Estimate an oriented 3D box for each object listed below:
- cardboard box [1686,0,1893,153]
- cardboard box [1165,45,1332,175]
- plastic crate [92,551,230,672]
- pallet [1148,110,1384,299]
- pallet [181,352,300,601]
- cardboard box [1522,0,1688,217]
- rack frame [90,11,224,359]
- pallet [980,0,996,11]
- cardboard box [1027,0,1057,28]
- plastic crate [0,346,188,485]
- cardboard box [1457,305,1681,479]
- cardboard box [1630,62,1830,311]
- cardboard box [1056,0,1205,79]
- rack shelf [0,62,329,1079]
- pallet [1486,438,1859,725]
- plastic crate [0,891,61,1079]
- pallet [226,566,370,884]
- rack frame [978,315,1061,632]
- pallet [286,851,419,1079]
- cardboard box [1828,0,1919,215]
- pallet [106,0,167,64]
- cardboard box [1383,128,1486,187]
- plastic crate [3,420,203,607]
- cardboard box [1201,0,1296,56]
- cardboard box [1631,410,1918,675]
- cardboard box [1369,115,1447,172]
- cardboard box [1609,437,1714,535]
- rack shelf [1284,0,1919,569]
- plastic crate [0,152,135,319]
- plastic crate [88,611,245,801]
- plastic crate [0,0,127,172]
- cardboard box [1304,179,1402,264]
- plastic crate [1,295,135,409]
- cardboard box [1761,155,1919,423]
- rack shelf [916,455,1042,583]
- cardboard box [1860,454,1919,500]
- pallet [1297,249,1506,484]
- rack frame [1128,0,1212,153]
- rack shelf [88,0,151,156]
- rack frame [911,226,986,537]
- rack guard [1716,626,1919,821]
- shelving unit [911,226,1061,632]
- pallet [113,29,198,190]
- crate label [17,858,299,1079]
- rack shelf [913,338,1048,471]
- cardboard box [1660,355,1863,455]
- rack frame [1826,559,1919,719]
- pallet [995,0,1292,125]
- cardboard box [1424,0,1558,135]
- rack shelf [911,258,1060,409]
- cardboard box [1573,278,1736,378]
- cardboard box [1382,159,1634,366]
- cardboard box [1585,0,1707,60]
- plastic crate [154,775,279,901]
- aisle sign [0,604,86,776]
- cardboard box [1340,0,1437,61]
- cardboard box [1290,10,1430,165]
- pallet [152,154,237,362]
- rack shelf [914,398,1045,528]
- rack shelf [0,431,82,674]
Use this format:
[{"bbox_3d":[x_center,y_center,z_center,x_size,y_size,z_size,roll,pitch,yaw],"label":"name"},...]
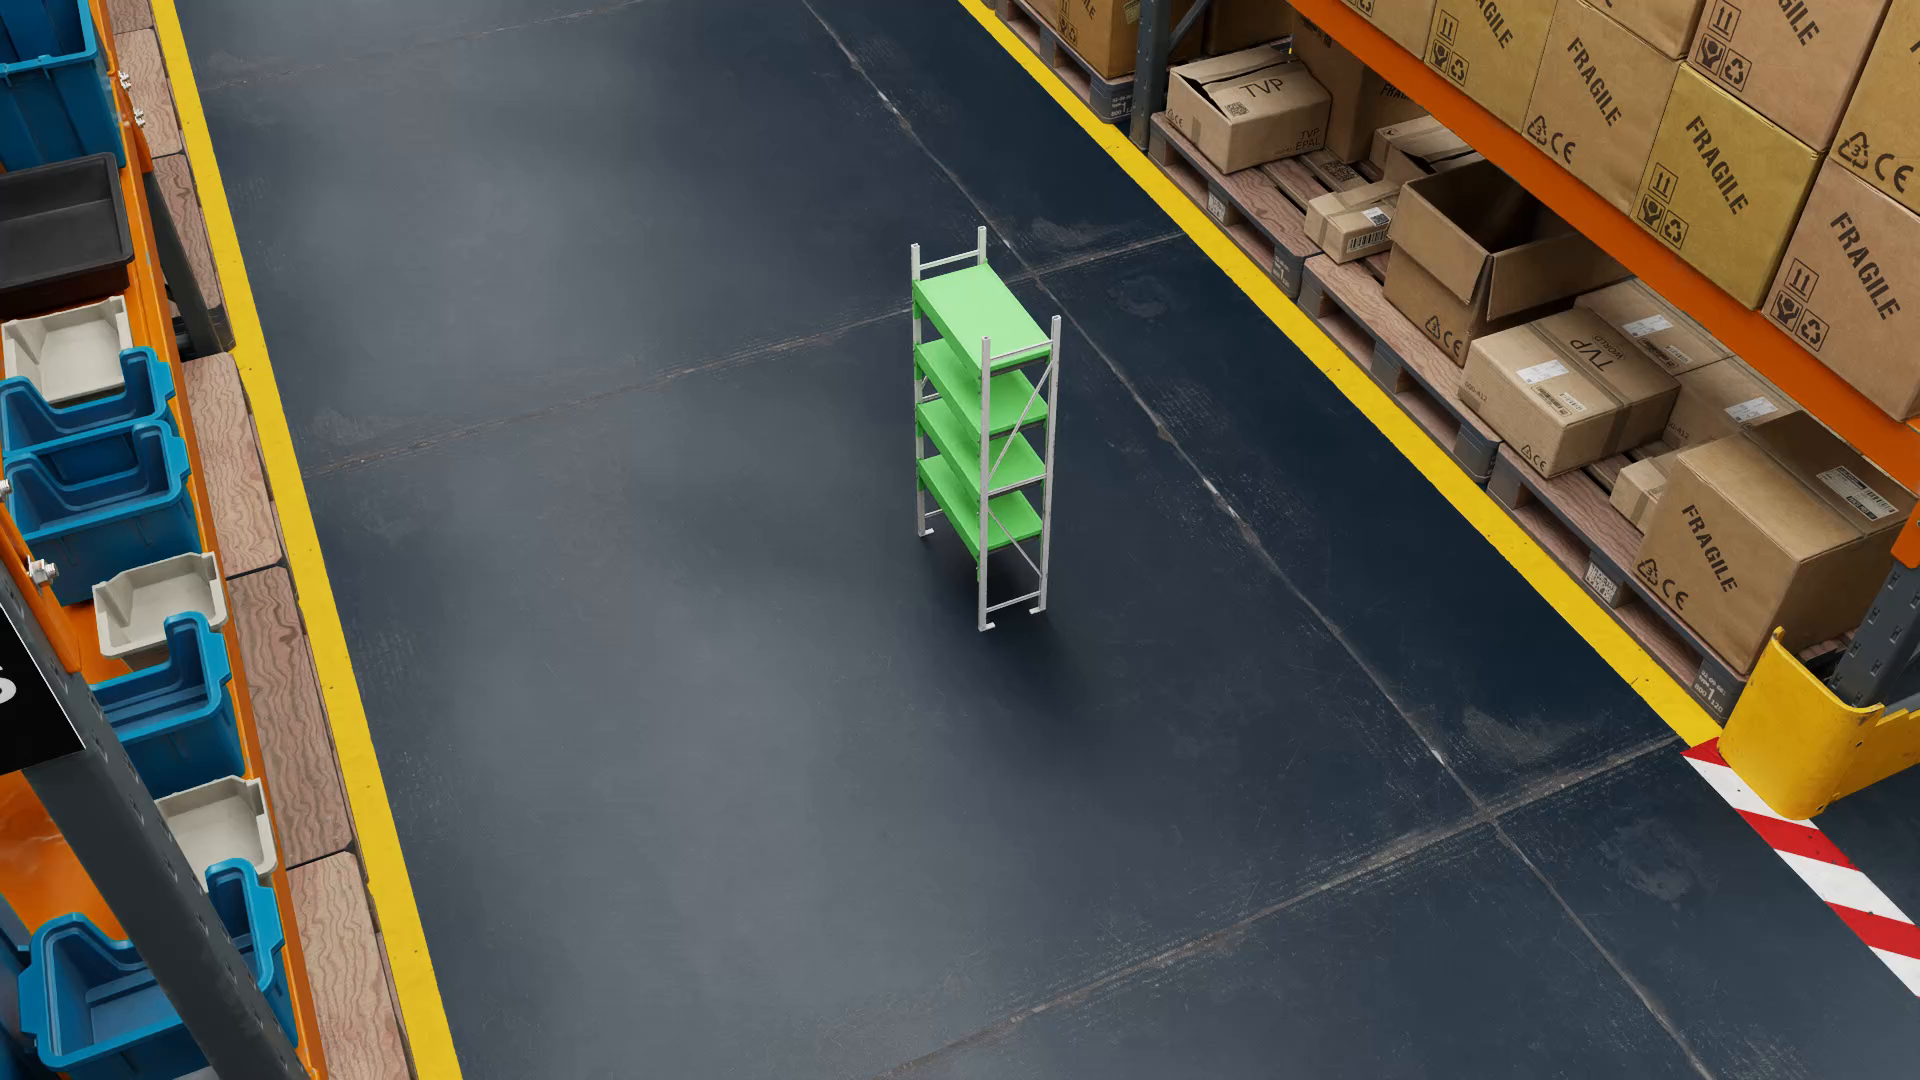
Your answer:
[{"bbox_3d":[2.283,-1.373,4.222,0.500,0.500,0.500,-17,47,-16],"label":"cardboard box"},{"bbox_3d":[1.231,-1.874,7.115,0.500,0.311,0.500,-18,47,-17],"label":"cardboard box"},{"bbox_3d":[-1.713,0.160,3.597,0.250,0.136,0.298,-18,47,-17],"label":"plastic crate"},{"bbox_3d":[1.539,-1.576,7.197,1.003,0.211,1.213,-18,47,-17],"label":"pallet"},{"bbox_3d":[-2.900,-0.096,5.697,1.003,0.211,1.213,-18,47,-17],"label":"pallet"},{"bbox_3d":[2.071,-1.347,4.908,0.500,0.500,0.500,-18,47,-17],"label":"cardboard box"},{"bbox_3d":[-3.245,-1.546,5.181,1.000,3.000,0.127,-18,47,-17],"label":"rack frame"},{"bbox_3d":[0.358,-3.299,8.943,1.003,0.211,1.213,-18,47,-17],"label":"pallet"},{"bbox_3d":[0.583,-2.820,7.939,0.500,0.500,0.500,-18,47,-17],"label":"cardboard box"},{"bbox_3d":[-2.048,-0.243,3.937,0.416,0.233,0.300,-18,47,-17],"label":"plastic crate"},{"bbox_3d":[2.109,-0.523,5.789,0.500,0.250,0.500,-18,47,-17],"label":"cardboard box"},{"bbox_3d":[2.276,-1.027,4.584,0.500,0.500,0.500,-18,47,-17],"label":"cardboard box"},{"bbox_3d":[0.783,-2.503,7.617,0.500,0.500,0.500,-18,47,-18],"label":"cardboard box"},{"bbox_3d":[-2.404,-0.015,4.142,1.077,0.370,4.000,-18,47,-17],"label":"rack shelf"},{"bbox_3d":[2.565,-0.021,5.621,1.003,0.211,1.213,-18,47,-17],"label":"pallet"},{"bbox_3d":[-1.873,0.811,2.724,0.616,0.435,0.499,-18,47,-17],"label":"plastic crate"},{"bbox_3d":[-2.384,0.683,4.908,1.003,0.211,1.213,-18,47,-17],"label":"pallet"},{"bbox_3d":[0.172,-0.166,5.064,0.240,1.200,0.015,-18,47,-17],"label":"rack frame"},{"bbox_3d":[-1.874,1.459,4.121,1.003,0.211,1.213,-18,47,-17],"label":"pallet"},{"bbox_3d":[2.496,-1.051,3.896,0.500,0.500,0.500,-18,48,-18],"label":"cardboard box"},{"bbox_3d":[-4.557,-2.612,8.247,1.003,0.211,1.213,-18,47,-17],"label":"pallet"},{"bbox_3d":[2.063,-1.448,6.683,0.500,0.311,0.500,-18,47,-17],"label":"cardboard box"},{"bbox_3d":[-1.922,-0.052,3.744,0.416,0.233,0.300,-18,47,-17],"label":"plastic crate"},{"bbox_3d":[1.269,-2.653,7.770,0.500,0.500,0.500,-20,48,-19],"label":"cardboard box"},{"bbox_3d":[2.481,0.002,5.078,0.500,0.500,0.500,-18,47,-17],"label":"cardboard box"},{"bbox_3d":[1.960,-1.647,7.000,0.380,0.149,0.250,-18,47,-17],"label":"cardboard box"},{"bbox_3d":[2.392,-0.164,5.484,0.380,0.166,0.250,-18,47,-17],"label":"cardboard box"},{"bbox_3d":[2.092,-1.476,5.622,1.077,0.370,4.000,-18,47,-17],"label":"rack shelf"},{"bbox_3d":[-2.530,-0.835,4.614,0.437,0.125,0.590,-18,47,-17],"label":"plastic crate"},{"bbox_3d":[-1.645,0.368,3.318,0.416,0.233,0.300,-18,47,-17],"label":"plastic crate"},{"bbox_3d":[-2.739,-1.365,4.966,0.392,0.384,0.575,-18,47,-17],"label":"plastic crate"},{"bbox_3d":[1.604,-1.275,6.610,0.380,0.166,0.250,-18,47,-17],"label":"cardboard box"},{"bbox_3d":[-2.240,-0.452,4.218,0.293,0.136,0.466,-18,47,-17],"label":"plastic crate"},{"bbox_3d":[2.498,-0.698,4.250,0.500,0.500,0.500,-17,47,-16],"label":"cardboard box"},{"bbox_3d":[0.070,-0.105,5.435,0.258,0.148,0.480,-18,47,-17],"label":"rack shelf"},{"bbox_3d":[2.964,-0.133,5.453,0.380,0.166,0.250,-18,47,-17],"label":"cardboard box"},{"bbox_3d":[2.056,-0.797,6.408,1.003,0.211,1.213,-18,47,-17],"label":"pallet"},{"bbox_3d":[1.251,-3.006,6.661,1.000,3.000,0.127,-18,47,-17],"label":"rack frame"},{"bbox_3d":[-4.086,-2.564,6.725,1.077,0.370,4.000,-18,47,-17],"label":"rack shelf"},{"bbox_3d":[-0.033,-0.477,5.379,0.240,1.200,0.015,-18,47,-17],"label":"rack frame"},{"bbox_3d":[2.901,0.384,5.005,1.175,0.500,0.348,-18,47,-17],"label":"rack guard"},{"bbox_3d":[0.070,-0.322,5.222,0.258,1.200,0.503,-18,47,-17],"label":"shelving unit"},{"bbox_3d":[-4.048,-1.836,7.460,1.003,0.211,1.213,-18,47,-17],"label":"pallet"},{"bbox_3d":[-1.368,0.787,2.893,0.416,0.233,0.303,-18,47,-17],"label":"crate label"},{"bbox_3d":[0.070,-0.447,5.098,0.258,0.148,0.480,-18,47,-17],"label":"rack shelf"},{"bbox_3d":[2.751,-0.384,5.648,0.500,0.250,0.500,-18,47,-17],"label":"cardboard box"},{"bbox_3d":[2.933,-0.457,4.078,1.000,3.000,0.127,-18,47,-17],"label":"rack frame"},{"bbox_3d":[0.875,-2.521,8.154,1.003,0.211,1.213,-18,47,-17],"label":"pallet"},{"bbox_3d":[1.860,-1.668,5.234,0.500,0.500,0.500,-19,48,-18],"label":"cardboard box"},{"bbox_3d":[0.070,-0.618,4.929,0.258,0.148,0.480,-18,47,-17],"label":"rack shelf"},{"bbox_3d":[2.541,-0.702,5.971,0.500,0.250,0.500,-18,47,-17],"label":"cardboard box"},{"bbox_3d":[2.046,-1.078,6.171,0.797,0.503,0.637,-18,47,-17],"label":"cardboard box"},{"bbox_3d":[2.061,-1.702,4.556,0.500,0.500,0.500,-17,47,-16],"label":"cardboard box"},{"bbox_3d":[-1.428,0.592,3.159,0.250,0.136,0.298,-18,47,-17],"label":"plastic crate"},{"bbox_3d":[-1.263,0.036,1.727,0.394,0.787,0.004,-18,47,-17],"label":"aisle sign"},{"bbox_3d":[1.645,-1.992,5.562,0.500,0.500,0.500,-18,47,-18],"label":"cardboard box"},{"bbox_3d":[1.748,-1.994,7.101,0.500,0.500,0.500,-18,47,-17],"label":"cardboard box"},{"bbox_3d":[-3.531,-1.057,6.671,1.003,0.211,1.213,-18,47,-17],"label":"pallet"},{"bbox_3d":[0.070,-0.276,5.267,0.258,0.148,0.480,-18,47,-17],"label":"rack shelf"},{"bbox_3d":[-2.404,-1.083,3.088,1.077,0.370,4.000,-18,47,-17],"label":"rack shelf"}]
